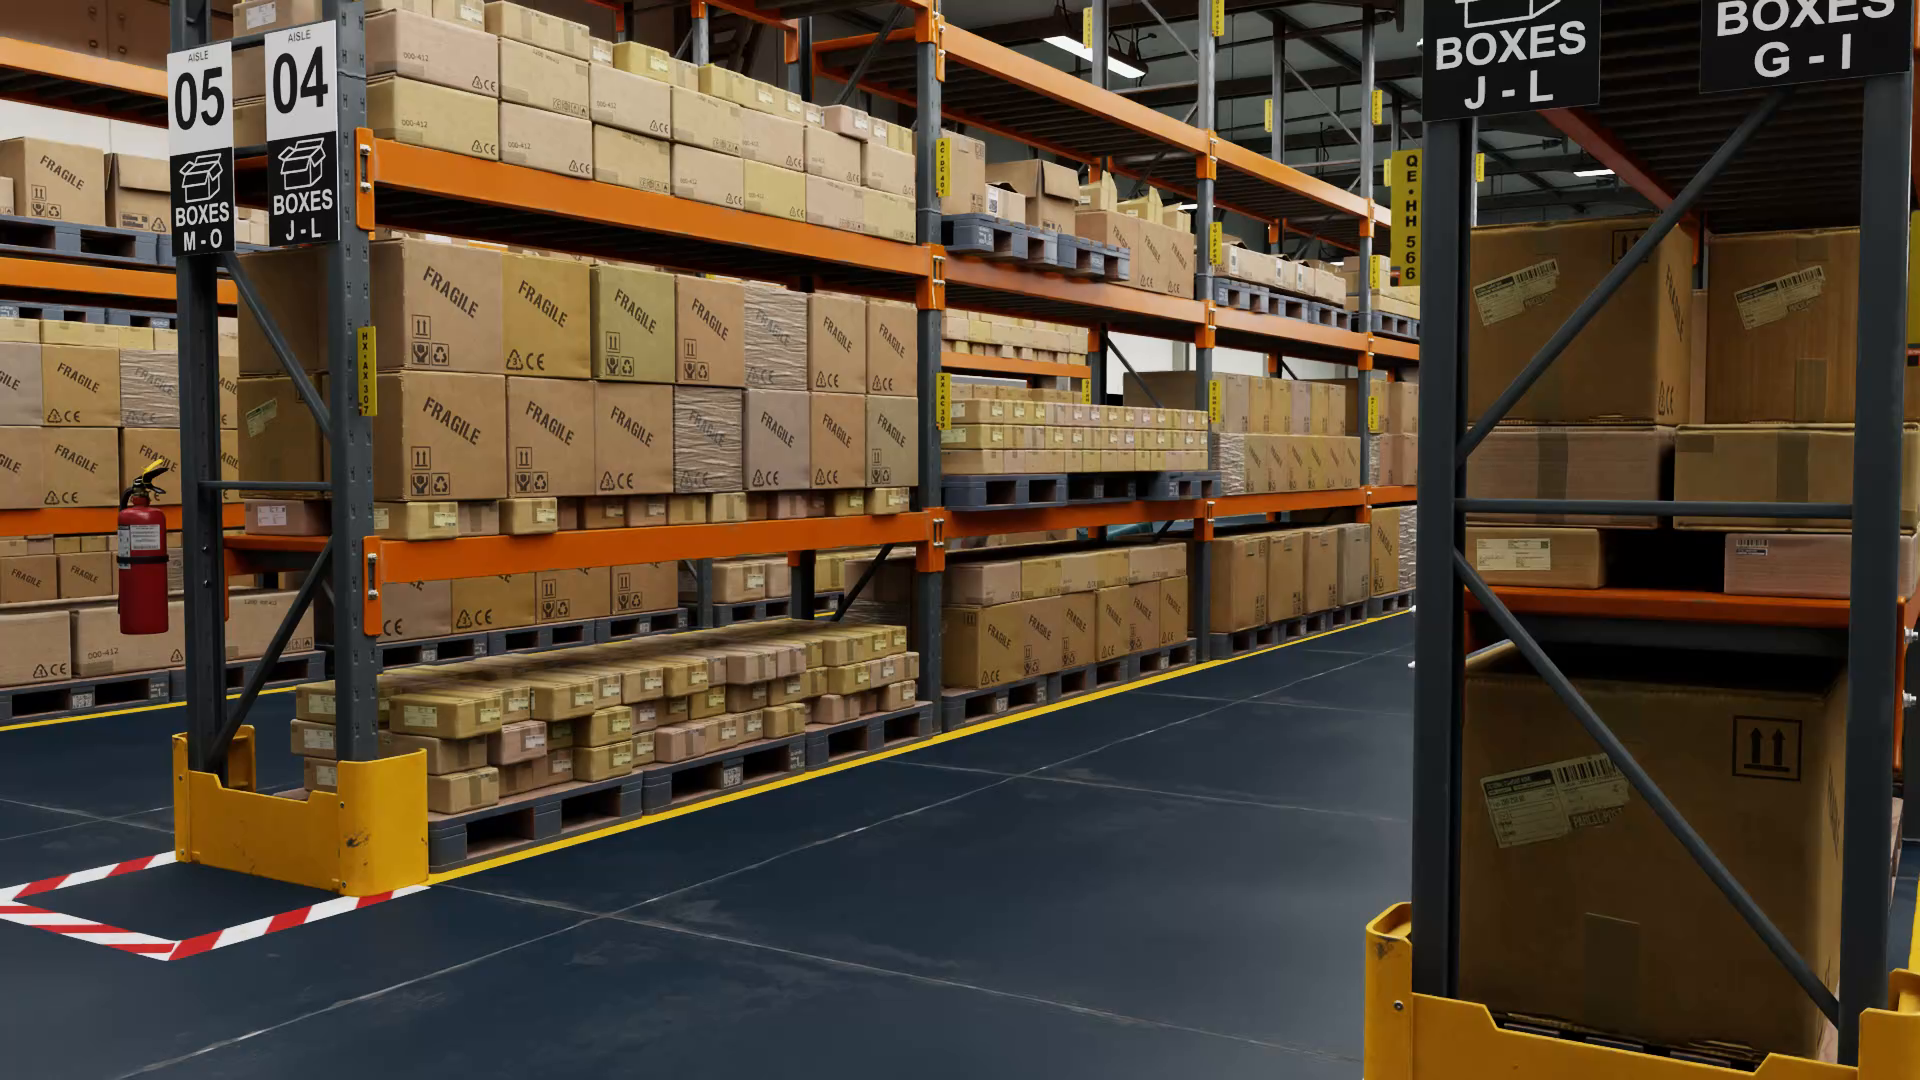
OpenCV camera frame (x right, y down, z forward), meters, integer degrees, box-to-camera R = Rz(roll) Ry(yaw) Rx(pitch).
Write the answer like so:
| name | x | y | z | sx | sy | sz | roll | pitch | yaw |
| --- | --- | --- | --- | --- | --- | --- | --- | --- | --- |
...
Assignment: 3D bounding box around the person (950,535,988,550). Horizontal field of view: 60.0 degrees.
| name | x | y | z | sx | sy | sz | roll | pitch | yaw |
| --- | --- | --- | --- | --- | --- | --- | --- | --- | --- |
| person | 0.124 | -0.051 | 16.726 | 0.834 | 1.634 | 0.603 | 2 | 3 | 29 |
